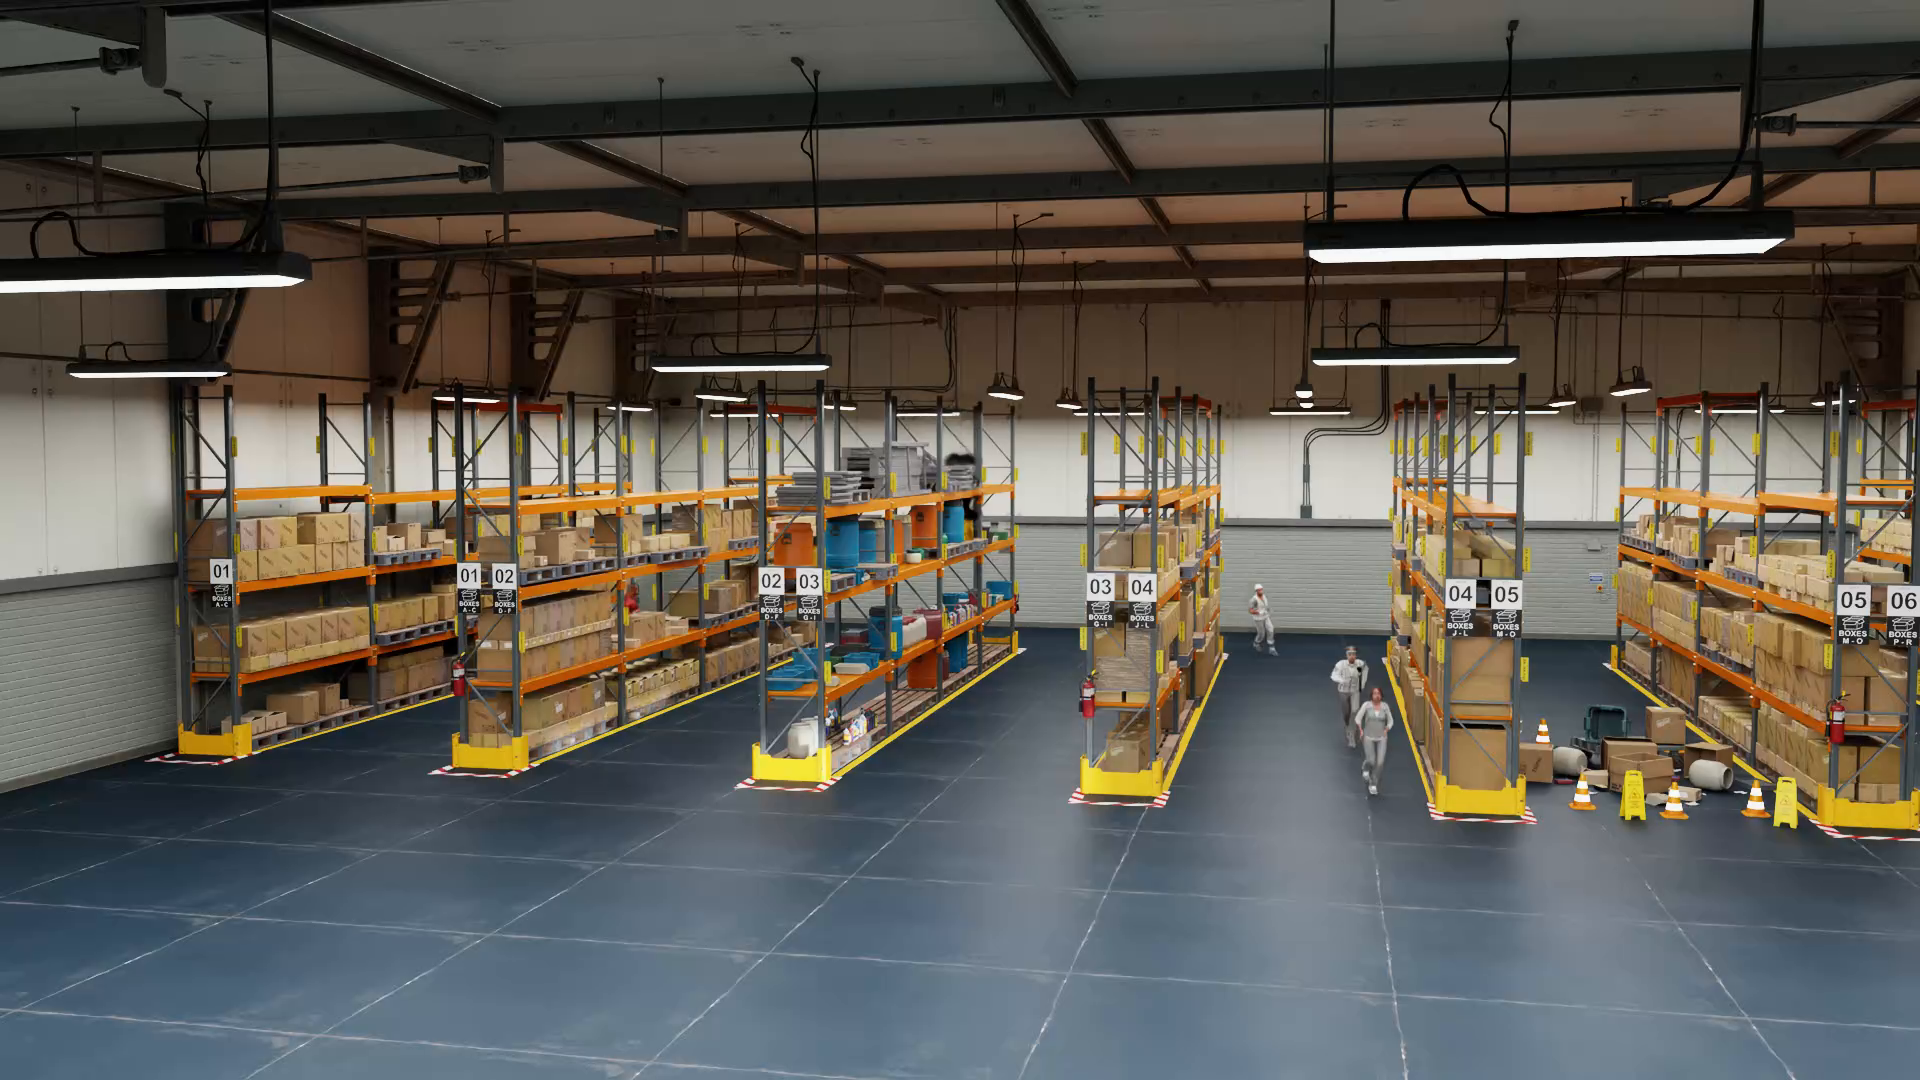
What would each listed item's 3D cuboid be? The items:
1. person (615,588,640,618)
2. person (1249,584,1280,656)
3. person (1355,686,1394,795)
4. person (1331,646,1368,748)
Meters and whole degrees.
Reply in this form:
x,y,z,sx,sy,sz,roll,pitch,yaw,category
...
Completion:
x,y,z,sx,sy,sz,roll,pitch,yaw,category
-7.723,1.966,38.453,0.653,1.728,0.873,1,3,13,person
7.183,1.913,39.937,0.718,1.746,0.854,-2,4,-37,person
6.000,2.892,24.058,0.536,1.566,0.533,0,3,4,person
6.594,2.604,28.145,0.612,1.695,0.992,1,3,13,person
